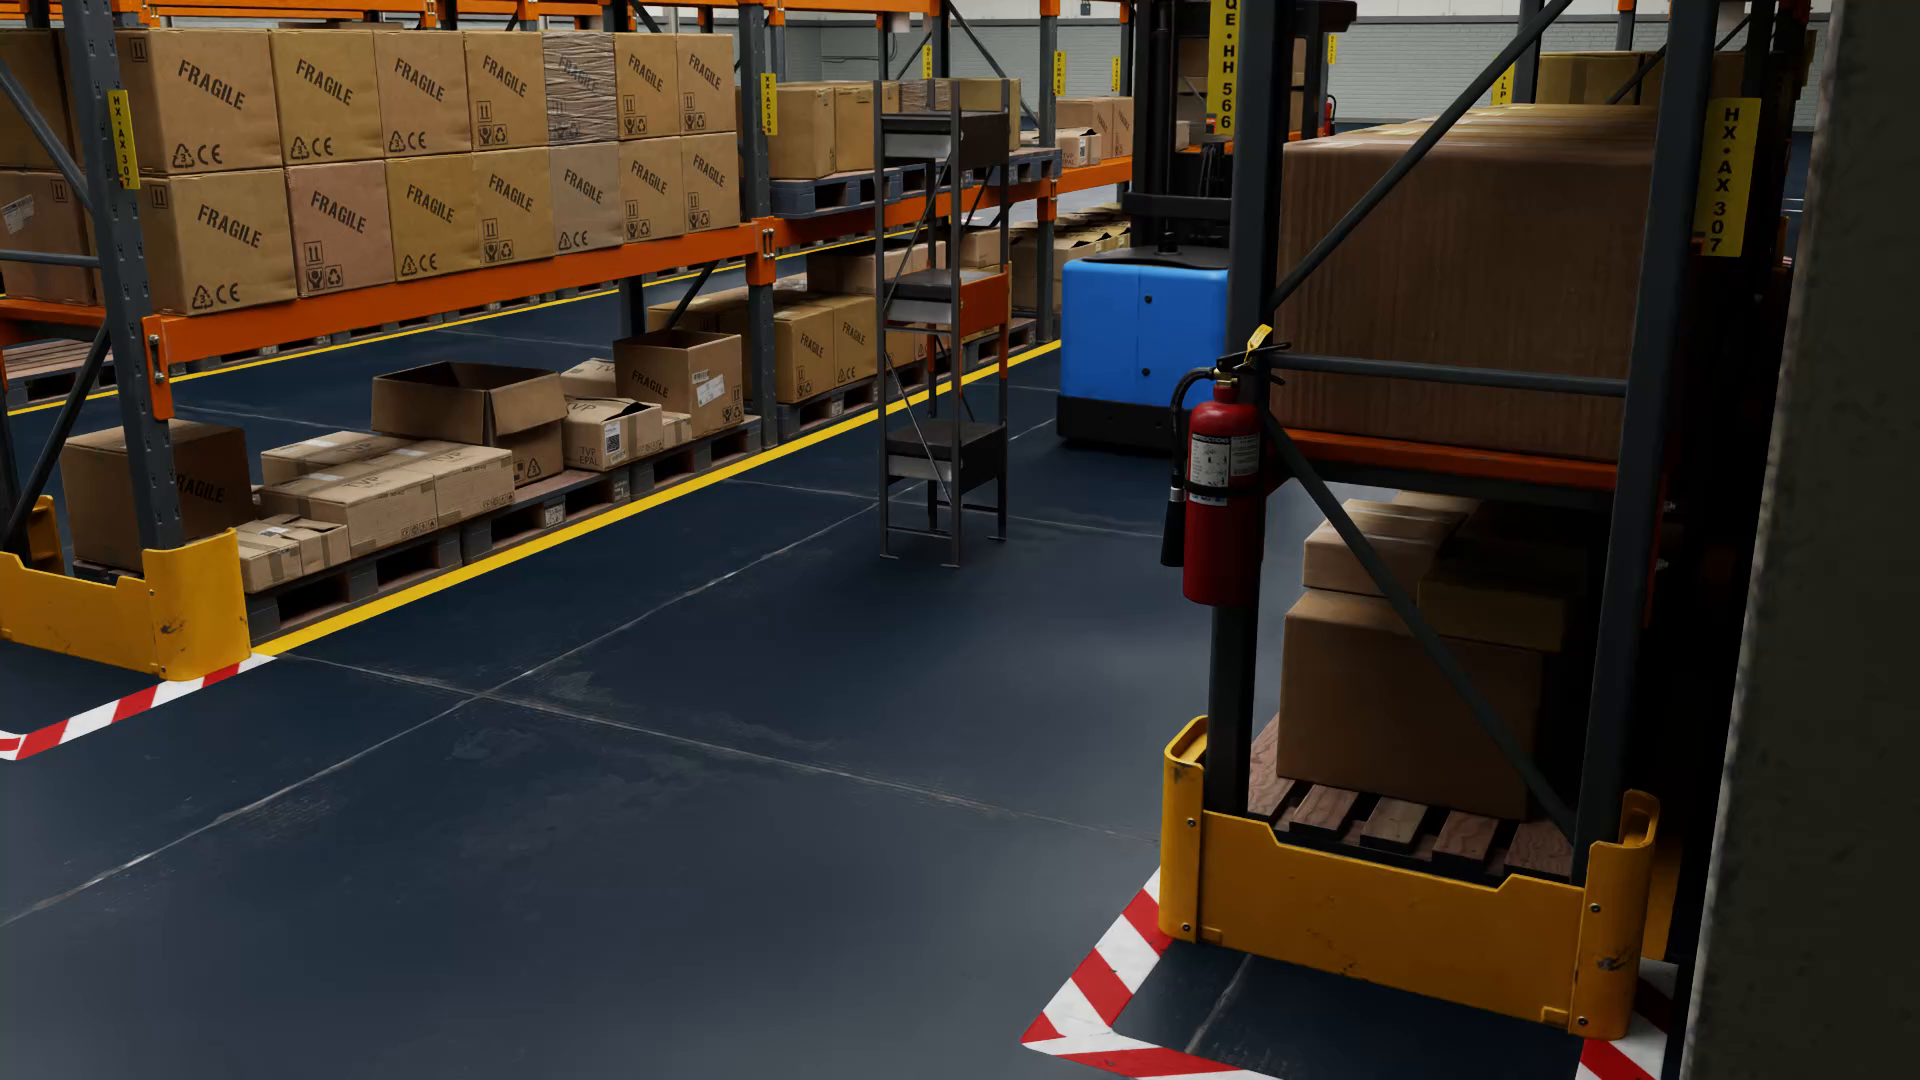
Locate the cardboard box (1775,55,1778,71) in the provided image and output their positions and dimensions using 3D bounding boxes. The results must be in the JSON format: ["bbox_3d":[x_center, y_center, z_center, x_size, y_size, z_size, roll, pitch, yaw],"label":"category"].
[{"bbox_3d":[3.786,-2.305,8.300,0.500,0.250,0.500,7,18,24],"label":"cardboard box"}]

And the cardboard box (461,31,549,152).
[{"bbox_3d":[-2.205,-2.006,7.414,0.500,0.500,0.500,8,18,25],"label":"cardboard box"}]

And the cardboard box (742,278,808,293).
[{"bbox_3d":[-1.116,-1.456,11.108,0.500,0.500,0.500,8,18,26],"label":"cardboard box"}]

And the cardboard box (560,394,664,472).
[{"bbox_3d":[-1.869,-0.578,8.485,0.500,0.311,0.500,8,18,25],"label":"cardboard box"}]

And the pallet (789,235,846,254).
[{"bbox_3d":[-2.051,-3.526,19.359,1.003,0.211,1.213,8,18,25],"label":"pallet"}]

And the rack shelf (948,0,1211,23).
[{"bbox_3d":[1.148,-4.650,14.239,1.077,0.370,4.000,8,18,25],"label":"rack shelf"}]

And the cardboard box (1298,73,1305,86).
[{"bbox_3d":[3.713,-5.255,18.969,0.380,0.149,0.250,9,19,27],"label":"cardboard box"}]

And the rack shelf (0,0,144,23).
[{"bbox_3d":[-9.500,-4.892,15.056,1.077,0.370,4.000,8,18,25],"label":"rack shelf"}]

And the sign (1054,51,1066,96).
[{"bbox_3d":[0.744,-3.498,12.471,0.100,0.325,0.005,8,18,25],"label":"sign"}]

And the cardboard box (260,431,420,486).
[{"bbox_3d":[-2.847,-0.310,7.691,0.500,0.250,0.500,8,18,25],"label":"cardboard box"}]

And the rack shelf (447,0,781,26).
[{"bbox_3d":[-3.282,-5.281,16.364,1.077,0.370,4.000,8,18,25],"label":"rack shelf"}]

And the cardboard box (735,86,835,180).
[{"bbox_3d":[-1.121,-2.370,9.655,0.700,0.500,0.500,2,17,7],"label":"cardboard box"}]

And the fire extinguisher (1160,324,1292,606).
[{"bbox_3d":[0.633,-0.185,4.002,0.296,0.674,0.183,8,18,25],"label":"fire extinguisher"}]

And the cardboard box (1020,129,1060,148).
[{"bbox_3d":[0.456,-3.091,13.155,0.500,0.311,0.500,9,19,29],"label":"cardboard box"}]

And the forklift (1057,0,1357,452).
[{"bbox_3d":[1.727,-2.244,10.265,1.130,2.935,3.031,9,19,28],"label":"forklift"}]

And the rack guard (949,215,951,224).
[{"bbox_3d":[-0.593,-4.492,22.105,1.175,0.500,0.348,8,18,25],"label":"rack guard"}]

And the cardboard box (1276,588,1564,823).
[{"bbox_3d":[1.336,0.426,4.809,0.700,0.500,0.500,8,18,25],"label":"cardboard box"}]

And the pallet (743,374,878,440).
[{"bbox_3d":[-1.203,-0.903,10.529,1.003,0.211,1.213,8,18,25],"label":"pallet"}]

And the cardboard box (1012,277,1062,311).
[{"bbox_3d":[0.751,-2.026,13.504,0.500,0.250,0.500,8,18,25],"label":"cardboard box"}]

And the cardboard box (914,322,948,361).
[{"bbox_3d":[-0.414,-1.525,11.343,0.500,0.500,0.500,7,18,23],"label":"cardboard box"}]

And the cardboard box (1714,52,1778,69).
[{"bbox_3d":[3.567,-2.177,7.868,0.500,0.250,0.500,8,18,26],"label":"cardboard box"}]

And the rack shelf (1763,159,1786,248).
[{"bbox_3d":[5.581,-2.582,12.548,1.077,0.370,4.000,8,18,25],"label":"rack shelf"}]

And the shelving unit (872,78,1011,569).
[{"bbox_3d":[-0.074,-0.964,7.417,0.431,2.100,0.503,8,18,25],"label":"shelving unit"}]

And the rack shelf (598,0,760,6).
[{"bbox_3d":[-2.427,-2.612,7.379,1.077,0.370,4.000,8,18,25],"label":"rack shelf"}]

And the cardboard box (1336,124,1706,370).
[{"bbox_3d":[1.647,-0.842,4.897,0.980,0.700,0.700,8,18,25],"label":"cardboard box"}]

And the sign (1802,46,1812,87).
[{"bbox_3d":[6.973,-3.922,13.761,0.100,0.325,0.005,8,18,25],"label":"sign"}]

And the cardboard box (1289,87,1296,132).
[{"bbox_3d":[3.379,-4.881,18.848,0.700,0.500,0.500,9,19,27],"label":"cardboard box"}]

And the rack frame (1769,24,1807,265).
[{"bbox_3d":[8.262,-4.456,17.591,1.000,3.000,0.127,8,18,25],"label":"rack frame"}]

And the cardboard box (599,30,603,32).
[{"bbox_3d":[-5.056,-6.844,23.180,0.500,0.500,0.500,8,18,25],"label":"cardboard box"}]

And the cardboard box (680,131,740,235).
[{"bbox_3d":[-1.527,-1.916,8.866,0.500,0.500,0.500,8,19,26],"label":"cardboard box"}]

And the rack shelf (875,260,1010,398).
[{"bbox_3d":[-0.074,-0.951,7.421,0.431,0.518,0.480,8,18,25],"label":"rack shelf"}]

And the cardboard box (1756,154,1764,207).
[{"bbox_3d":[3.786,-1.946,8.407,0.500,0.500,0.500,8,18,24],"label":"cardboard box"}]

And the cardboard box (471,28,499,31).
[{"bbox_3d":[-6.168,-6.207,21.033,0.500,0.500,0.500,8,18,25],"label":"cardboard box"}]

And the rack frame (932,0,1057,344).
[{"bbox_3d":[0.254,-3.047,12.849,1.000,3.000,0.127,8,18,25],"label":"rack frame"}]

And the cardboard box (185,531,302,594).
[{"bbox_3d":[-2.826,0.083,6.543,0.380,0.149,0.250,8,18,25],"label":"cardboard box"}]

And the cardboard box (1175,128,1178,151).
[{"bbox_3d":[1.813,-3.754,15.466,0.396,0.266,0.258,8,18,24],"label":"cardboard box"}]

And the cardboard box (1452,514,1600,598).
[{"bbox_3d":[1.685,0.043,4.958,0.380,0.149,0.250,8,18,26],"label":"cardboard box"}]

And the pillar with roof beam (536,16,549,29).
[{"bbox_3d":[-7.563,-15.088,42.851,9.100,9.000,0.400,8,18,25],"label":"pillar with roof beam"}]

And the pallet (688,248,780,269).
[{"bbox_3d":[-2.704,-3.155,18.111,1.003,0.211,1.213,8,18,25],"label":"pallet"}]

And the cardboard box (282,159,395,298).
[{"bbox_3d":[-2.660,-1.269,6.686,0.500,0.500,0.500,8,18,25],"label":"cardboard box"}]

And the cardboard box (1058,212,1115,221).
[{"bbox_3d":[1.176,-2.886,15.412,0.500,0.311,0.500,7,18,24],"label":"cardboard box"}]

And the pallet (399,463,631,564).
[{"bbox_3d":[-2.385,-0.205,8.177,1.003,0.211,1.213,8,18,25],"label":"pallet"}]

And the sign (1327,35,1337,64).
[{"bbox_3d":[4.308,-5.681,19.267,0.100,0.325,0.005,8,18,25],"label":"sign"}]

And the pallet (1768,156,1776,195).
[{"bbox_3d":[4.911,-2.521,11.414,1.213,0.211,1.003,8,18,25],"label":"pallet"}]

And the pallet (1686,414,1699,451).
[{"bbox_3d":[3.722,-0.580,9.441,1.003,0.211,1.213,8,18,25],"label":"pallet"}]

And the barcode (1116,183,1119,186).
[{"bbox_3d":[1.555,-3.527,16.395,0.001,0.075,0.075,8,18,25],"label":"barcode"}]

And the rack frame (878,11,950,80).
[{"bbox_3d":[-0.601,-5.716,21.835,1.000,3.000,0.127,8,18,25],"label":"rack frame"}]

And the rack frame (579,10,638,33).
[{"bbox_3d":[-5.032,-6.346,23.956,1.000,3.000,0.127,8,18,25],"label":"rack frame"}]

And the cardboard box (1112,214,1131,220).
[{"bbox_3d":[1.665,-2.818,15.185,0.500,0.311,0.500,8,18,25],"label":"cardboard box"}]
